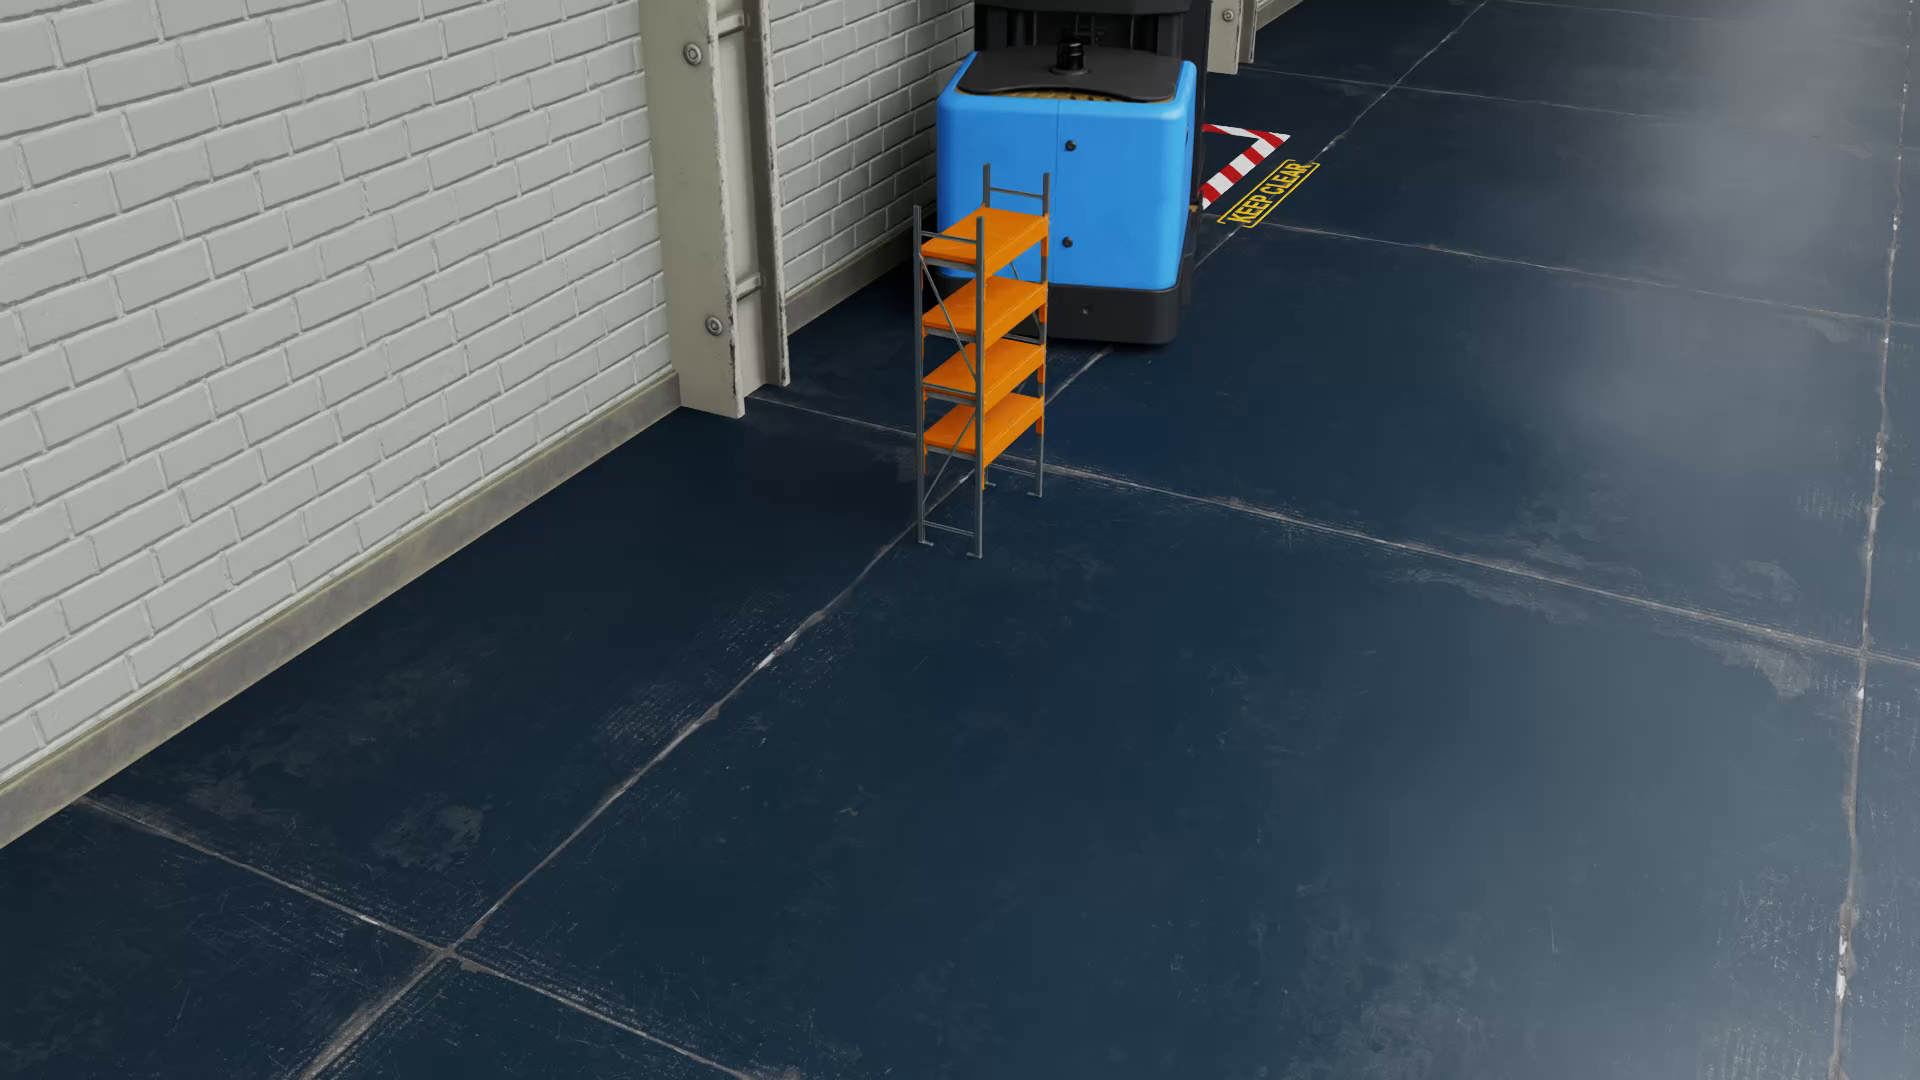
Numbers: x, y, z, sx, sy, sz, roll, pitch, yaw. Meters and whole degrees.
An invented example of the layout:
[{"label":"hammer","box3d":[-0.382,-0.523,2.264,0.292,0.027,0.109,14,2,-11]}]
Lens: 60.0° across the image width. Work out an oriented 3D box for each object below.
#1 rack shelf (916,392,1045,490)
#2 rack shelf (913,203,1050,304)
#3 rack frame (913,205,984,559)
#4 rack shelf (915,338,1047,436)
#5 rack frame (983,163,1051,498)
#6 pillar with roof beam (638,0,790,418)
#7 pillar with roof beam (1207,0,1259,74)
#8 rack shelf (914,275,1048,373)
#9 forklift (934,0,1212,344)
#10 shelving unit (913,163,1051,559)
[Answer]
[{"label":"rack shelf","box3d":[0.075,-0.363,5.711,0.258,0.148,0.480,14,33,23]},{"label":"rack shelf","box3d":[0.075,-0.934,5.383,0.258,0.148,0.480,14,33,23]},{"label":"rack frame","box3d":[-0.036,-0.486,5.391,0.240,1.200,0.015,14,33,23]},{"label":"rack shelf","box3d":[0.075,-0.535,5.612,0.258,0.148,0.480,14,33,23]},{"label":"rack frame","box3d":[0.187,-0.702,5.767,0.240,1.200,0.015,14,33,23]},{"label":"pillar with roof beam","box3d":[2.906,-3.529,2.858,9.100,9.000,0.400,14,33,23]},{"label":"pillar with roof beam","box3d":[5.639,-6.188,7.490,9.100,9.000,0.400,14,33,23]},{"label":"rack shelf","box3d":[0.075,-0.729,5.501,0.258,0.148,0.480,14,33,23]},{"label":"forklift","box3d":[0.652,-2.817,7.712,1.130,2.935,3.031,5,30,9]},{"label":"shelving unit","box3d":[0.075,-0.594,5.579,0.258,1.200,0.503,14,33,23]}]
